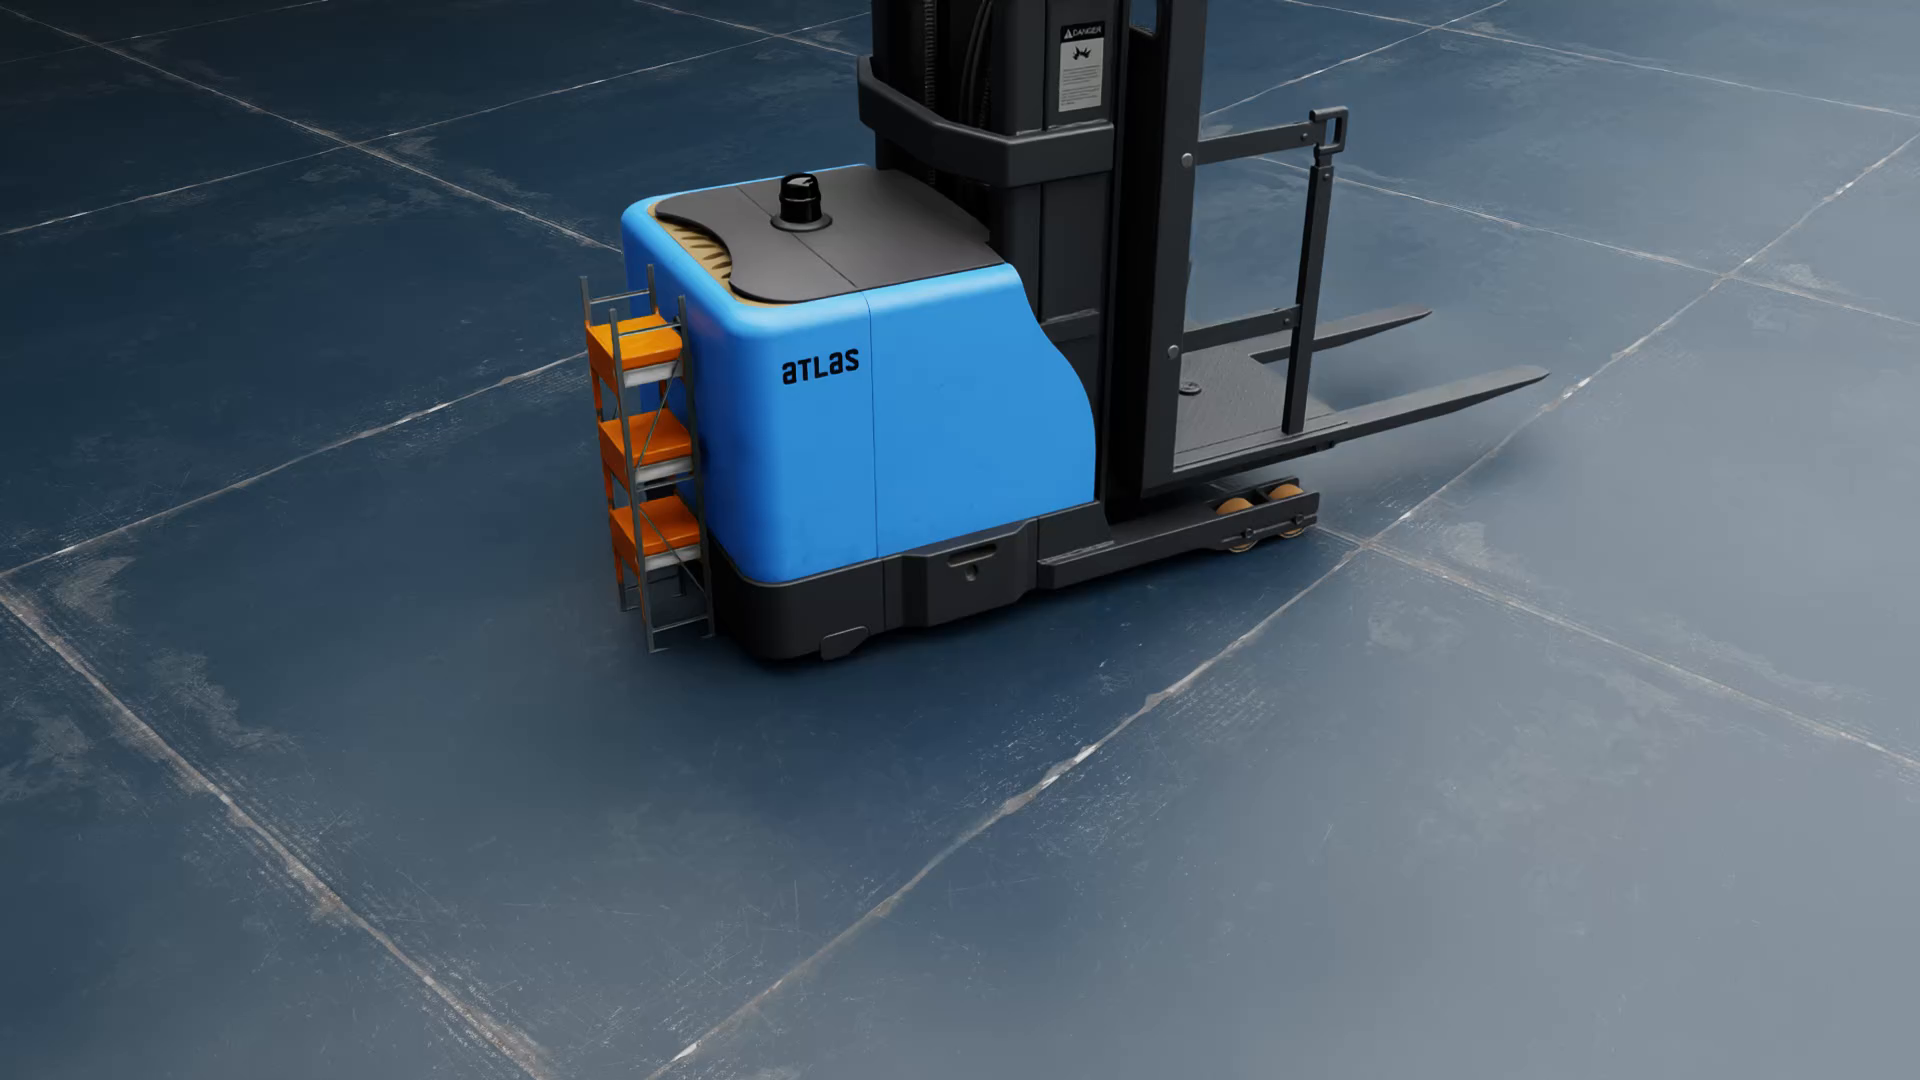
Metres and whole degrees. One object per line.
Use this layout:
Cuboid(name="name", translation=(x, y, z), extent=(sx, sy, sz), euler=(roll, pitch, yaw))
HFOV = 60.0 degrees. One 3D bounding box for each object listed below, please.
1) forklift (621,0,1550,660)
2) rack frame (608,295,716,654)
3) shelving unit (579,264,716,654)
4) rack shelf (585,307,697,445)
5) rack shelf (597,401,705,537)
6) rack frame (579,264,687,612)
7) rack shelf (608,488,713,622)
Cuboid(name="forklift", translation=(0.558, -1.444, 4.807), extent=(3.031, 2.935, 1.130), euler=(-15, 34, -23))
Cuboid(name="rack frame", translation=(-0.793, -0.151, 4.483), extent=(0.200, 1.050, 0.008), euler=(-15, 34, -24))
Cuboid(name="shelving unit", translation=(-0.851, -0.207, 4.576), extent=(0.215, 1.050, 0.252), euler=(-15, 34, -24))
Cuboid(name="rack shelf", translation=(-0.851, -0.441, 4.435), extent=(0.215, 0.259, 0.240), euler=(-15, 34, -24))
Cuboid(name="rack shelf", translation=(-0.851, -0.198, 4.581), extent=(0.215, 0.259, 0.240), euler=(-15, 34, -24))
Cuboid(name="rack frame", translation=(-0.908, -0.262, 4.668), extent=(0.200, 1.050, 0.008), euler=(-15, 34, -24))
Cuboid(name="rack shelf", translation=(-0.851, 0.040, 4.724), extent=(0.215, 0.259, 0.240), euler=(-15, 34, -24))
